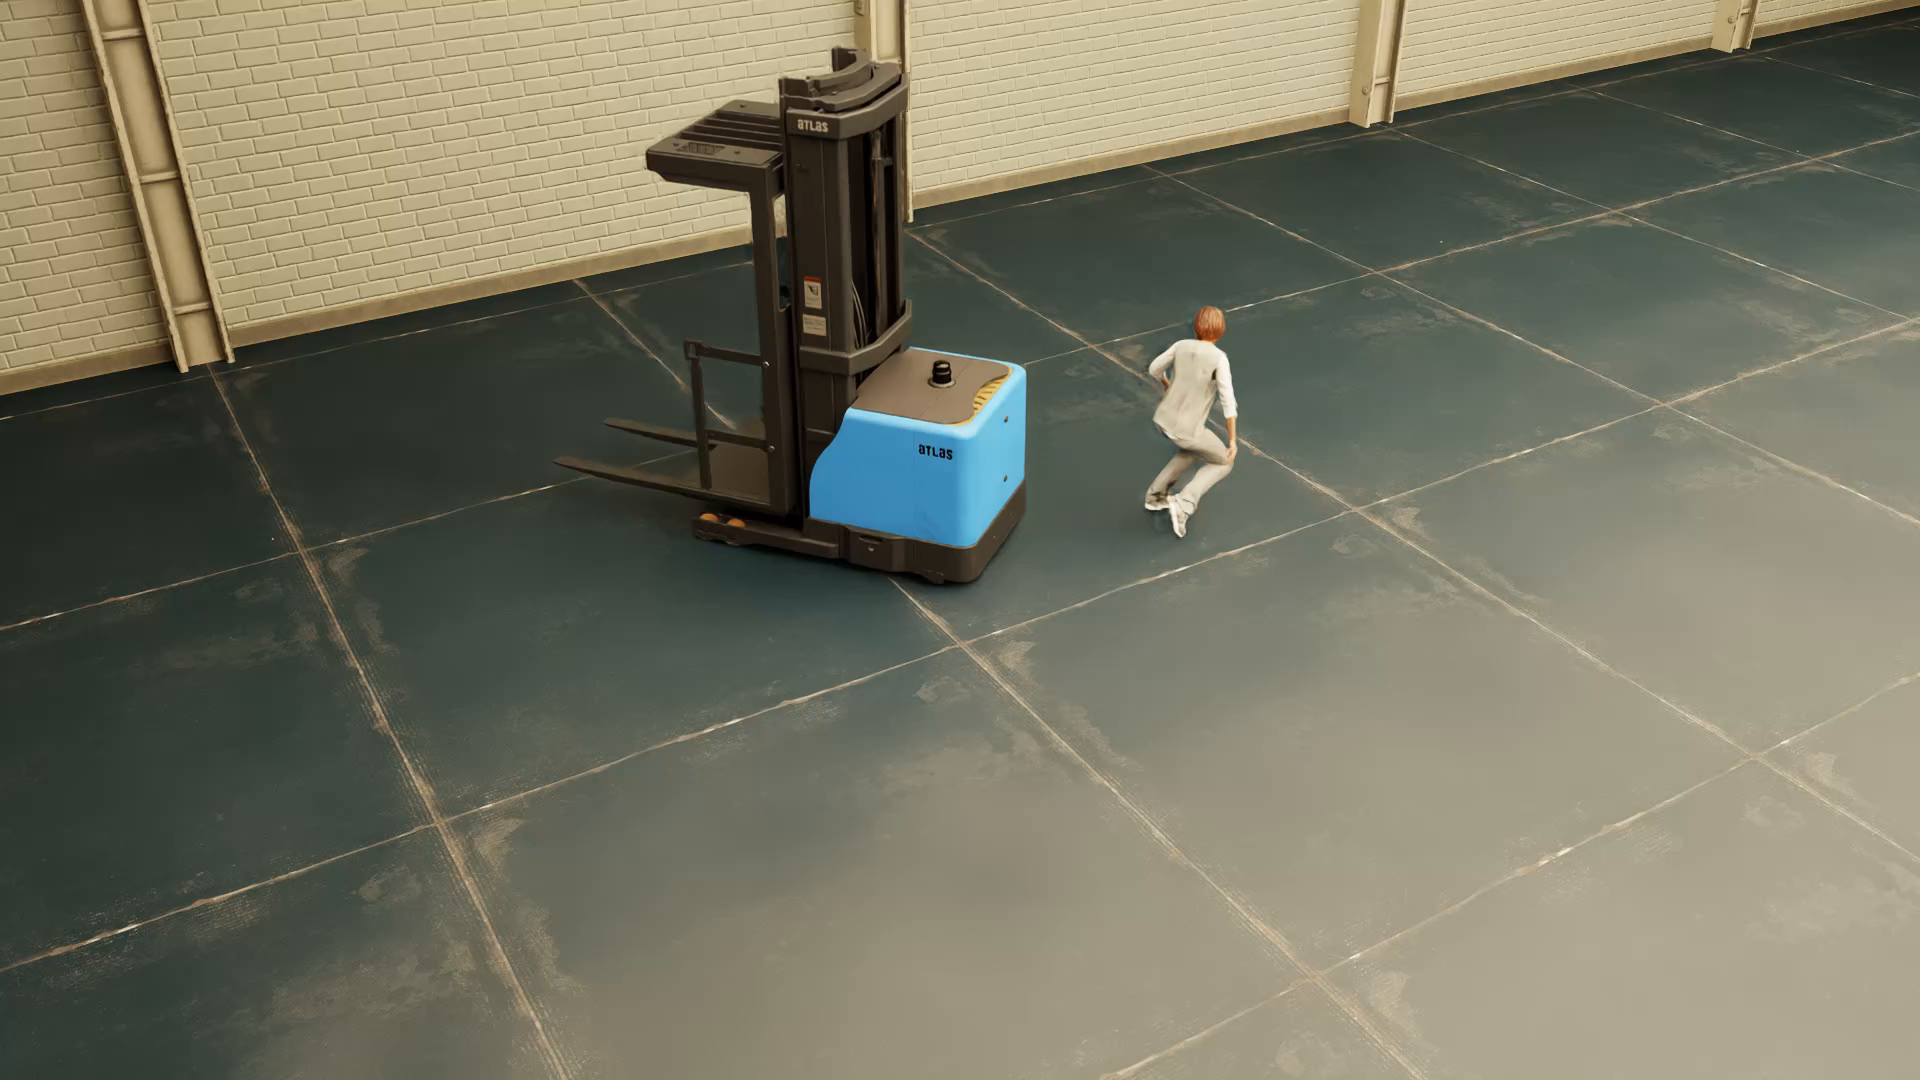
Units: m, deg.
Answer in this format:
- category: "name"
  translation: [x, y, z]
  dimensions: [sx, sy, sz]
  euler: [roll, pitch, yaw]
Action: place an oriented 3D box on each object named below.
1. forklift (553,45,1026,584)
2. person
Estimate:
- category: "forklift"
  translation: [-1.148, -1.460, 10.085]
  dimensions: [3.031, 2.935, 1.130]
  euler: [11, 33, 18]
- category: "person"
  translation: [1.449, -0.722, 10.346]
  dimensions: [0.476, 1.430, 0.822]
  euler: [-21, 37, -31]
